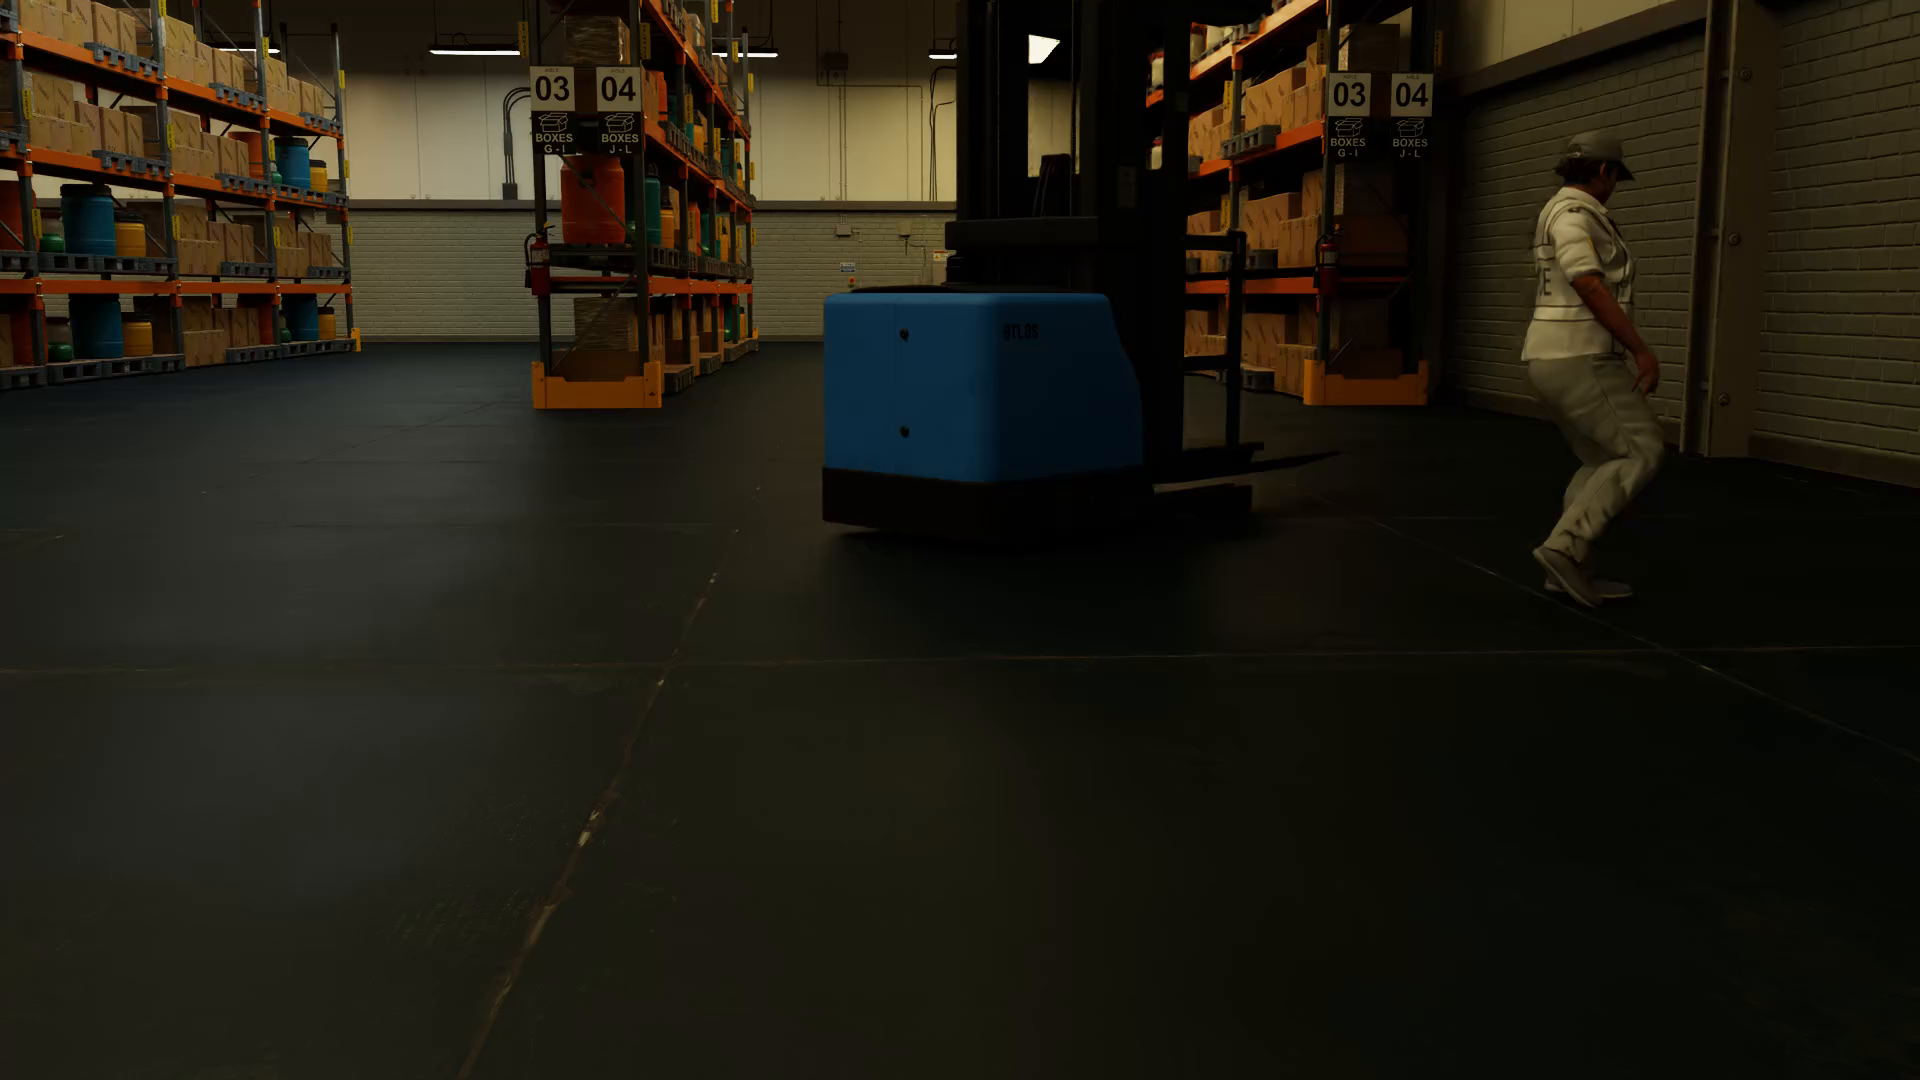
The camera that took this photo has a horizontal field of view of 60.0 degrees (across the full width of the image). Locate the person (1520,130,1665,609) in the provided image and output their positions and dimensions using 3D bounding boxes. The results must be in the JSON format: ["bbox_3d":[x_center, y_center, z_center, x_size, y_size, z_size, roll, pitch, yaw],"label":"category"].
[{"bbox_3d":[2.233,-0.596,5.844,0.451,1.647,0.732,3,9,18],"label":"person"}]

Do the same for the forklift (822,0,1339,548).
[{"bbox_3d":[0.766,-1.578,7.959,1.130,2.935,3.031,8,12,43],"label":"forklift"}]
